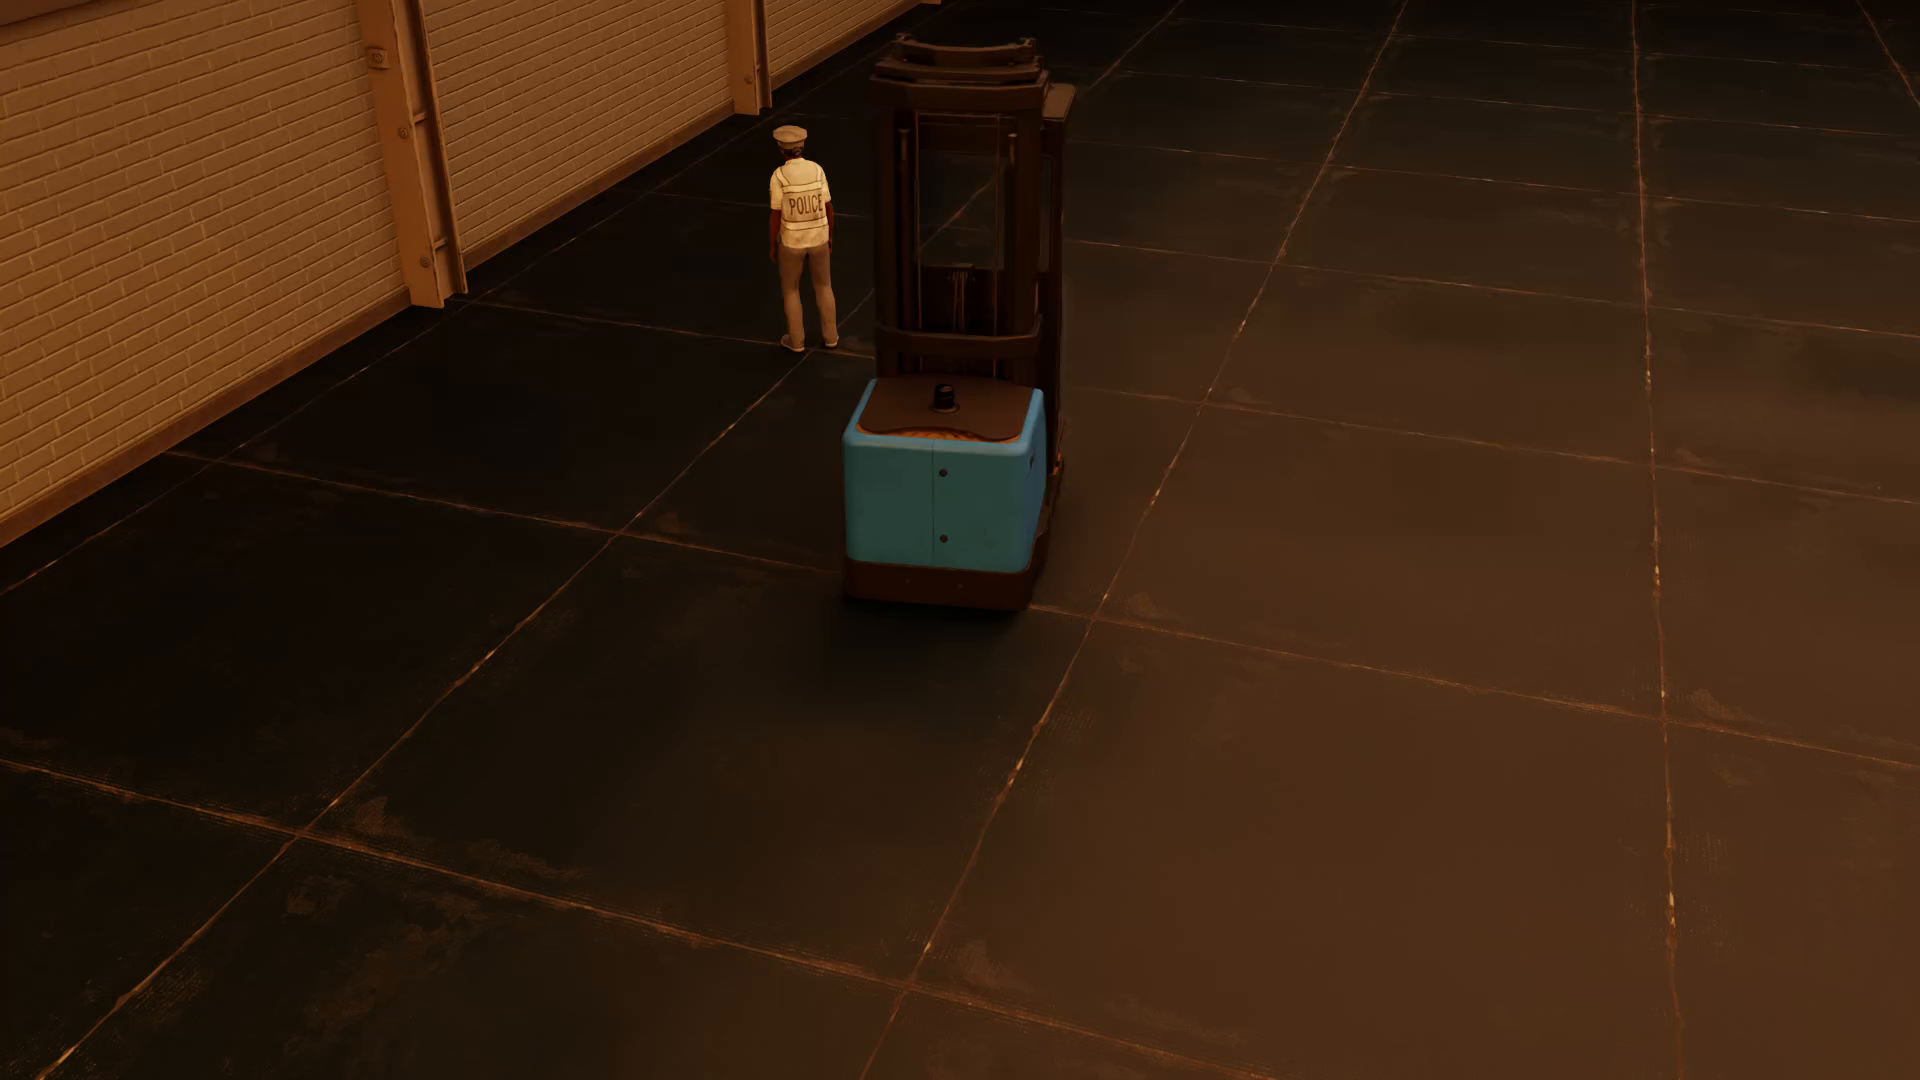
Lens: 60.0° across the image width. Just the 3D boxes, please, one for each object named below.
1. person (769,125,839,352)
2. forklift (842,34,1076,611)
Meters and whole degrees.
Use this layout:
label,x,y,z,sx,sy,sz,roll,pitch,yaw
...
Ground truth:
label,x,y,z,sx,sy,sz,roll,pitch,yaw
person,-1.156,-2.202,12.285,0.530,1.660,0.398,-12,32,-20
forklift,0.080,-1.589,9.923,1.130,2.935,3.031,4,30,8
